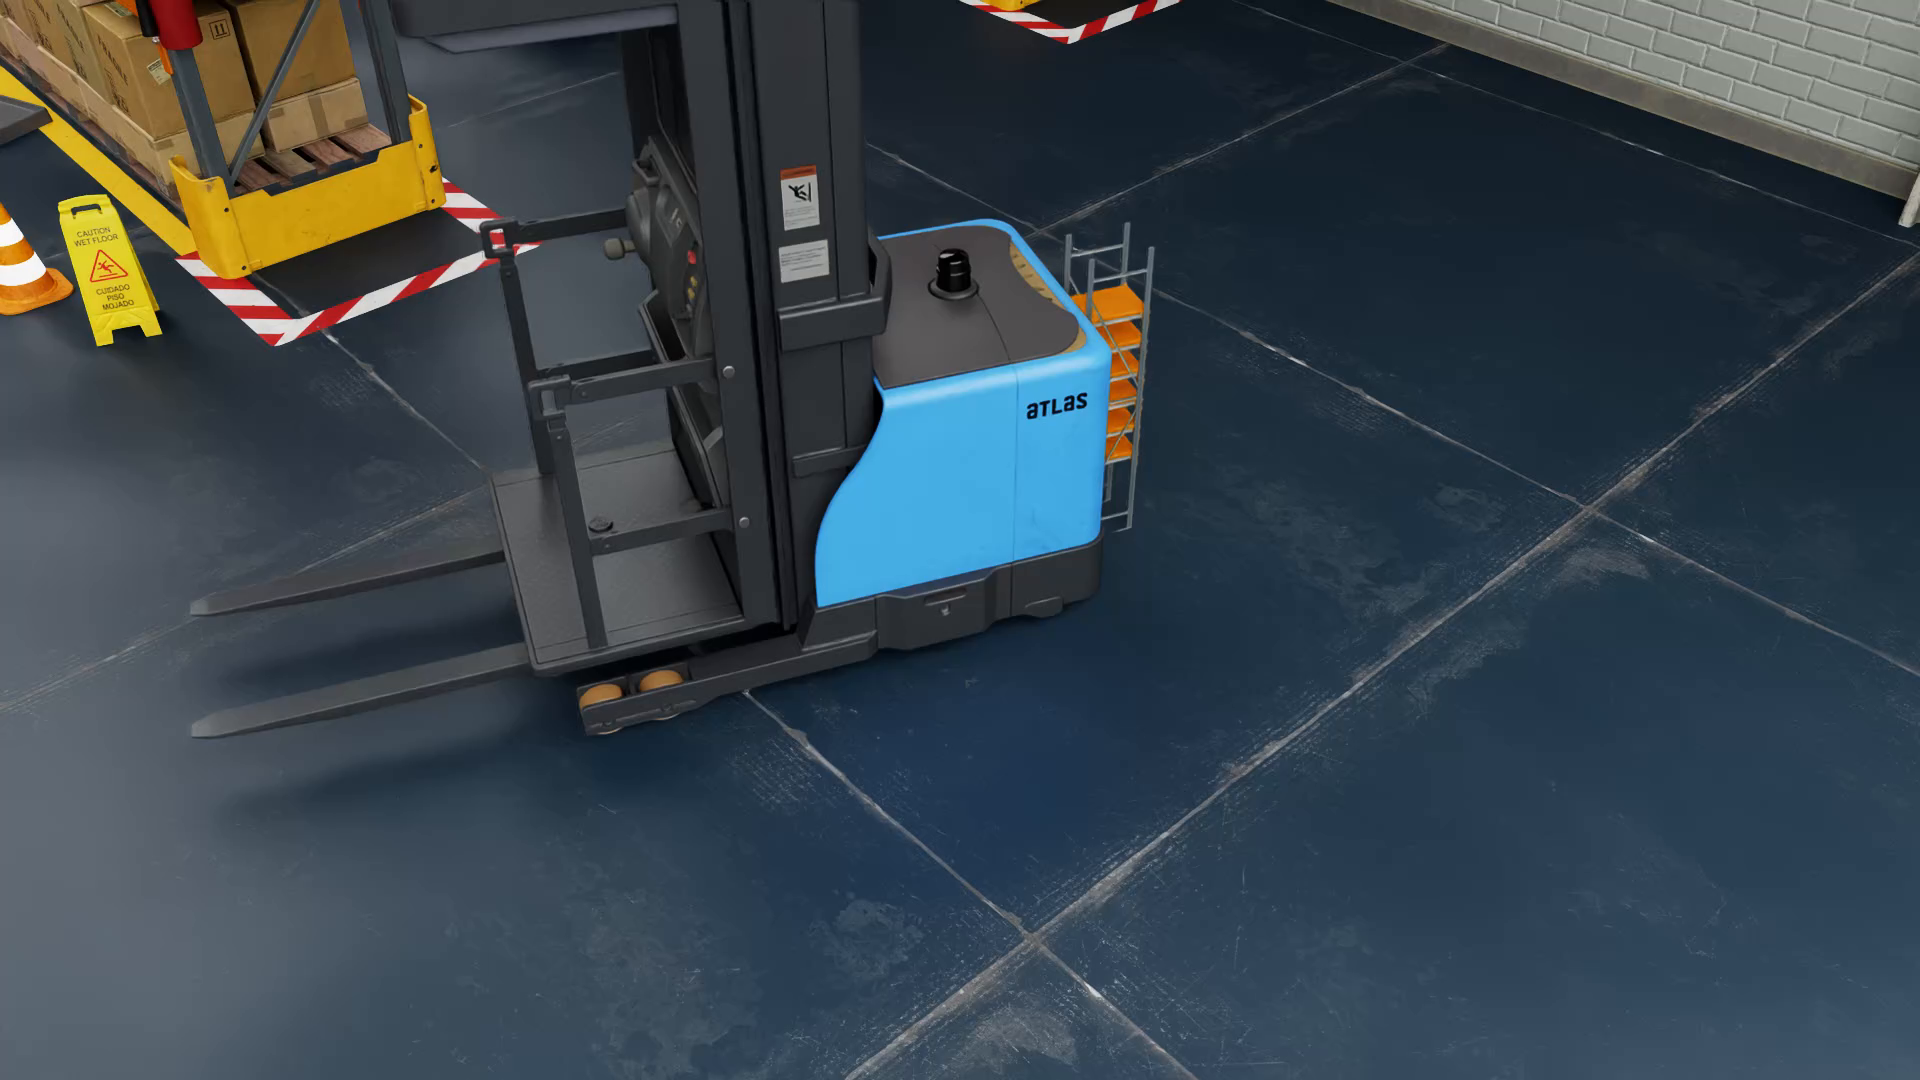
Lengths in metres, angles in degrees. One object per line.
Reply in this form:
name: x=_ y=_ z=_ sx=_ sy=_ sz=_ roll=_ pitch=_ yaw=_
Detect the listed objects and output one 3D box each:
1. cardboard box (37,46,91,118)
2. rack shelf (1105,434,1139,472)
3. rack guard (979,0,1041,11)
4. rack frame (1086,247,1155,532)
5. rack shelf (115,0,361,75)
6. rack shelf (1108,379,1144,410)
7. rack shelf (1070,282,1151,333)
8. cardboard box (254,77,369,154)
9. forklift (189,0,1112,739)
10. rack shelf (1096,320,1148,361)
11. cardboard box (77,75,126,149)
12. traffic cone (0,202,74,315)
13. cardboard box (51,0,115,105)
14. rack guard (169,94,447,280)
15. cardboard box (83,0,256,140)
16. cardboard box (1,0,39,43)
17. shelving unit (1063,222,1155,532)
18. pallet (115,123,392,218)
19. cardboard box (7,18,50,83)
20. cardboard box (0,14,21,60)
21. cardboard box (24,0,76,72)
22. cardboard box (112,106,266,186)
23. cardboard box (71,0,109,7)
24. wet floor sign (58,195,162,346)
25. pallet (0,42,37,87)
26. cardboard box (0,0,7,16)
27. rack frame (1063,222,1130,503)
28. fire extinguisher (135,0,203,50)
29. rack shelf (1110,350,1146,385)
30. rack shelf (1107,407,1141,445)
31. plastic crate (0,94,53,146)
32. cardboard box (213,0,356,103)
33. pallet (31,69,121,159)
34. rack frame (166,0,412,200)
cardboard box: x=-4.495 y=-2.494 z=8.804 sx=0.500 sy=0.250 sz=0.500 roll=-32 pitch=49 yaw=-33
rack shelf: x=0.504 y=-0.316 z=6.140 sx=0.258 sy=0.103 sz=0.180 roll=-14 pitch=41 yaw=-17
rack guard: x=0.622 y=-3.785 z=10.538 sx=1.175 sy=0.500 sz=0.348 roll=-30 pitch=48 yaw=-32
rack frame: x=0.537 y=-0.484 z=5.895 sx=0.240 sy=1.200 sz=0.006 roll=-14 pitch=41 yaw=-17
rack shelf: x=-4.401 y=-3.303 z=8.525 sx=1.077 sy=0.370 sz=4.000 roll=-30 pitch=48 yaw=-32
rack shelf: x=0.504 y=-0.503 z=5.989 sx=0.258 sy=0.103 sz=0.180 roll=-14 pitch=41 yaw=-17
rack shelf: x=0.504 y=-0.783 z=5.763 sx=0.258 sy=0.103 sz=0.180 roll=-14 pitch=41 yaw=-17
cardboard box: x=-3.390 y=-2.242 z=8.492 sx=0.500 sy=0.250 sz=0.500 roll=-30 pitch=48 yaw=-32
forklift: x=-1.069 y=-0.879 z=5.005 sx=3.031 sy=2.935 sz=1.130 roll=-13 pitch=41 yaw=-16
rack shelf: x=0.504 y=-0.690 z=5.838 sx=0.258 sy=0.103 sz=0.180 roll=-14 pitch=41 yaw=-17
cardboard box: x=-4.137 y=-2.254 z=8.507 sx=0.500 sy=0.250 sz=0.500 roll=-30 pitch=48 yaw=-32
traffic cone: x=-4.289 y=-1.321 z=7.517 sx=0.336 sy=0.463 sz=0.334 roll=-30 pitch=48 yaw=-32
cardboard box: x=-4.137 y=-2.543 z=8.268 sx=0.500 sy=0.500 sz=0.500 roll=-28 pitch=47 yaw=-30
rack guard: x=-3.099 y=-1.720 z=7.982 sx=1.175 sy=0.500 sz=0.348 roll=-30 pitch=48 yaw=-32
cardboard box: x=-3.782 y=-2.303 z=7.971 sx=0.500 sy=0.500 sz=0.500 roll=-30 pitch=47 yaw=-31
cardboard box: x=-4.833 y=-3.023 z=8.863 sx=0.500 sy=0.500 sz=0.500 roll=-27 pitch=46 yaw=-30
shelving unit: x=0.504 y=-0.538 z=5.961 sx=0.258 sy=1.200 sz=0.189 roll=-14 pitch=41 yaw=-17
pallet: x=-3.623 y=-1.999 z=8.557 sx=1.003 sy=0.211 sz=1.213 roll=-30 pitch=48 yaw=-32
cardboard box: x=-4.823 y=-2.728 z=9.094 sx=0.500 sy=0.250 sz=0.500 roll=-31 pitch=48 yaw=-32
cardboard box: x=-5.184 y=-2.972 z=9.397 sx=0.500 sy=0.250 sz=0.500 roll=-27 pitch=46 yaw=-30
cardboard box: x=-4.473 y=-2.779 z=8.561 sx=0.500 sy=0.500 sz=0.500 roll=-31 pitch=48 yaw=-33
cardboard box: x=-3.809 y=-2.022 z=8.220 sx=0.500 sy=0.250 sz=0.500 roll=-30 pitch=48 yaw=-32
cardboard box: x=-4.080 y=-2.696 z=7.942 sx=0.380 sy=0.149 sz=0.250 roll=-29 pitch=47 yaw=-31
wet floor sign: x=-3.708 y=-1.199 z=7.221 sx=0.267 sy=0.644 sz=0.232 roll=-15 pitch=41 yaw=-17
pallet: x=-5.273 y=-3.128 z=9.955 sx=1.003 sy=0.211 sz=1.213 roll=-30 pitch=48 yaw=-32
cardboard box: x=-5.182 y=-3.263 z=9.161 sx=0.500 sy=0.500 sz=0.500 roll=-28 pitch=47 yaw=-30
rack frame: x=0.470 y=-0.591 z=6.027 sx=0.240 sy=1.200 sz=0.006 roll=-14 pitch=41 yaw=-17
fire extinguisher: x=-3.310 y=-2.378 z=6.869 sx=0.296 sy=0.674 sz=0.183 roll=-30 pitch=48 yaw=-32
rack shelf: x=0.504 y=-0.596 z=5.913 sx=0.258 sy=0.103 sz=0.180 roll=-14 pitch=41 yaw=-17
rack shelf: x=0.504 y=-0.410 z=6.064 sx=0.258 sy=0.103 sz=0.180 roll=-14 pitch=41 yaw=-17
plastic crate: x=-5.295 y=-2.298 z=9.031 sx=0.583 sy=0.080 sz=0.402 roll=18 pitch=42 yaw=21
cardboard box: x=-3.406 y=-2.544 z=8.270 sx=0.500 sy=0.500 sz=0.500 roll=-32 pitch=49 yaw=-33
pallet: x=-4.444 y=-2.563 z=9.255 sx=1.003 sy=0.211 sz=1.213 roll=-30 pitch=48 yaw=-32
rack frame: x=-3.048 y=-2.657 z=7.153 sx=1.000 sy=3.000 sz=0.127 roll=-30 pitch=48 yaw=-32
